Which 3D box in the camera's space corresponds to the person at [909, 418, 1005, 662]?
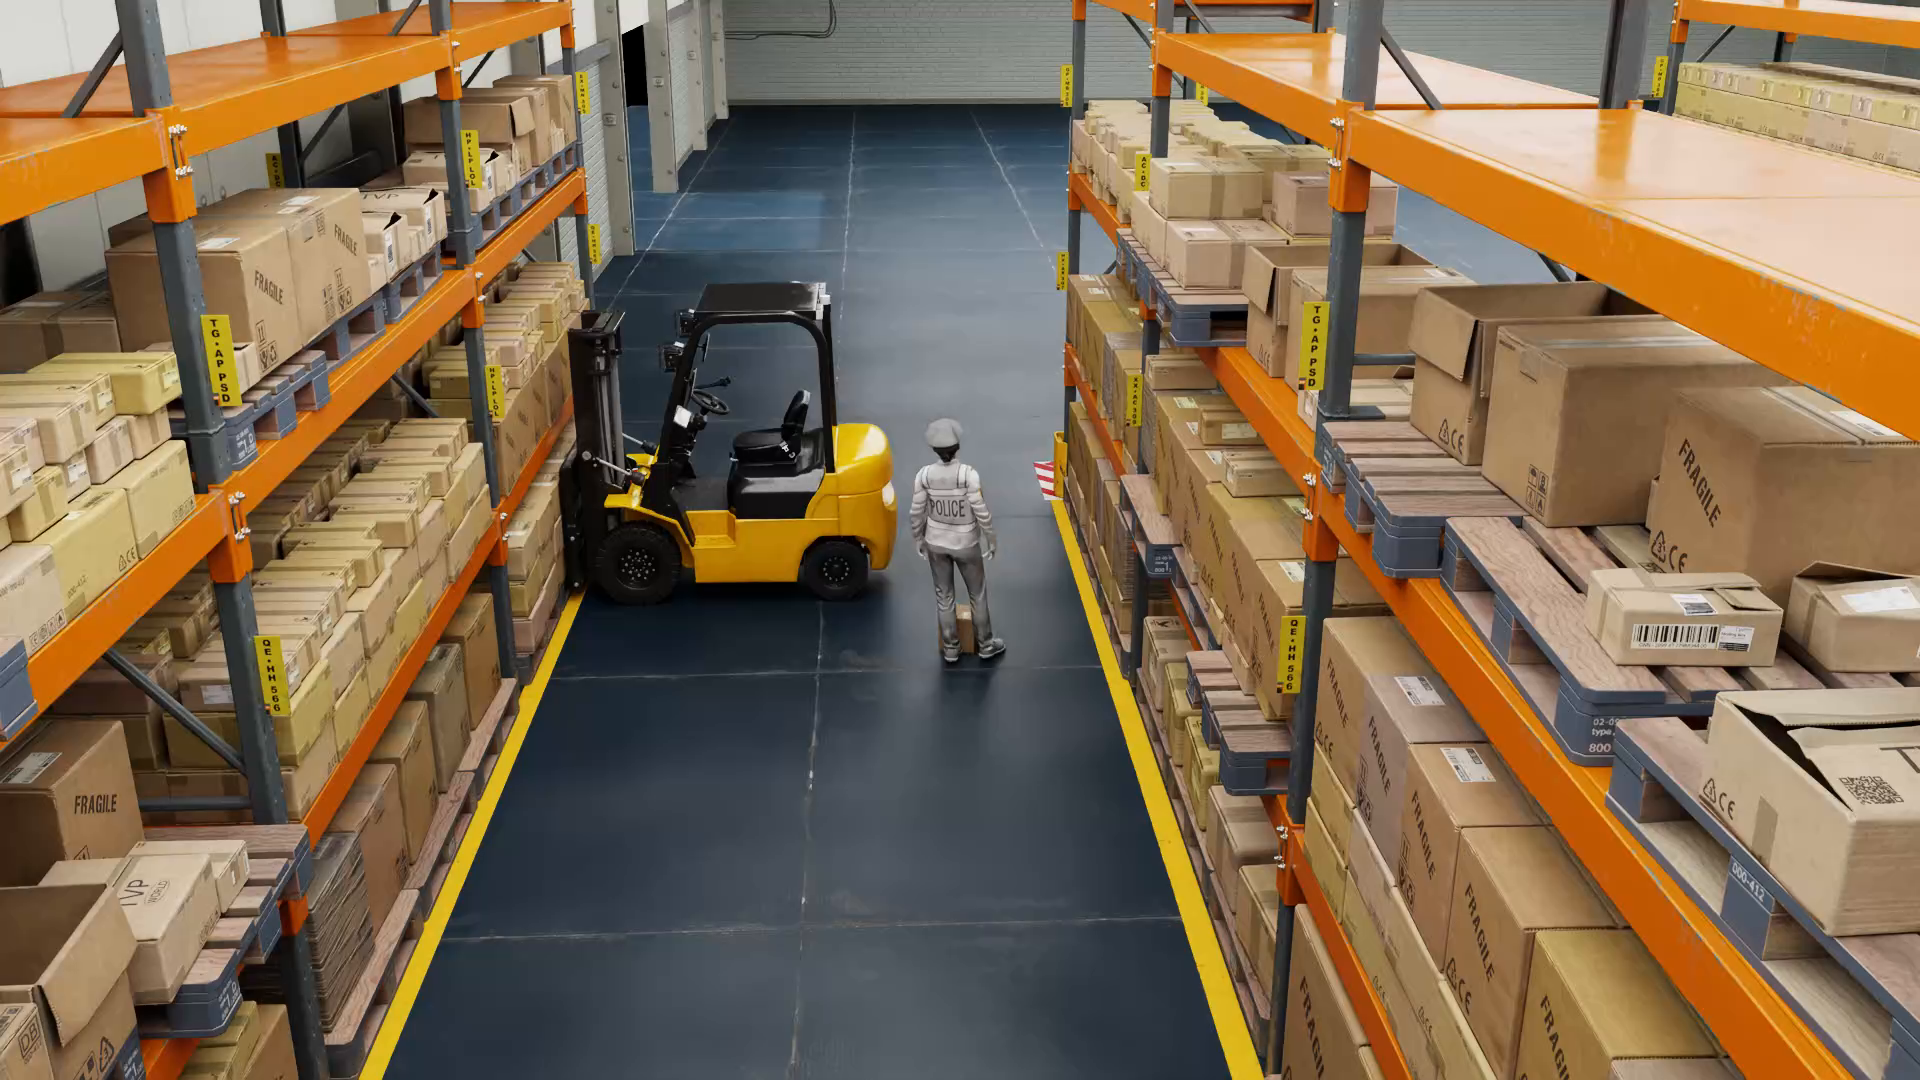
[{"bbox_3d":[-0.024,-0.003,11.014,0.586,1.694,0.530,6,21,15],"label":"person"}]
